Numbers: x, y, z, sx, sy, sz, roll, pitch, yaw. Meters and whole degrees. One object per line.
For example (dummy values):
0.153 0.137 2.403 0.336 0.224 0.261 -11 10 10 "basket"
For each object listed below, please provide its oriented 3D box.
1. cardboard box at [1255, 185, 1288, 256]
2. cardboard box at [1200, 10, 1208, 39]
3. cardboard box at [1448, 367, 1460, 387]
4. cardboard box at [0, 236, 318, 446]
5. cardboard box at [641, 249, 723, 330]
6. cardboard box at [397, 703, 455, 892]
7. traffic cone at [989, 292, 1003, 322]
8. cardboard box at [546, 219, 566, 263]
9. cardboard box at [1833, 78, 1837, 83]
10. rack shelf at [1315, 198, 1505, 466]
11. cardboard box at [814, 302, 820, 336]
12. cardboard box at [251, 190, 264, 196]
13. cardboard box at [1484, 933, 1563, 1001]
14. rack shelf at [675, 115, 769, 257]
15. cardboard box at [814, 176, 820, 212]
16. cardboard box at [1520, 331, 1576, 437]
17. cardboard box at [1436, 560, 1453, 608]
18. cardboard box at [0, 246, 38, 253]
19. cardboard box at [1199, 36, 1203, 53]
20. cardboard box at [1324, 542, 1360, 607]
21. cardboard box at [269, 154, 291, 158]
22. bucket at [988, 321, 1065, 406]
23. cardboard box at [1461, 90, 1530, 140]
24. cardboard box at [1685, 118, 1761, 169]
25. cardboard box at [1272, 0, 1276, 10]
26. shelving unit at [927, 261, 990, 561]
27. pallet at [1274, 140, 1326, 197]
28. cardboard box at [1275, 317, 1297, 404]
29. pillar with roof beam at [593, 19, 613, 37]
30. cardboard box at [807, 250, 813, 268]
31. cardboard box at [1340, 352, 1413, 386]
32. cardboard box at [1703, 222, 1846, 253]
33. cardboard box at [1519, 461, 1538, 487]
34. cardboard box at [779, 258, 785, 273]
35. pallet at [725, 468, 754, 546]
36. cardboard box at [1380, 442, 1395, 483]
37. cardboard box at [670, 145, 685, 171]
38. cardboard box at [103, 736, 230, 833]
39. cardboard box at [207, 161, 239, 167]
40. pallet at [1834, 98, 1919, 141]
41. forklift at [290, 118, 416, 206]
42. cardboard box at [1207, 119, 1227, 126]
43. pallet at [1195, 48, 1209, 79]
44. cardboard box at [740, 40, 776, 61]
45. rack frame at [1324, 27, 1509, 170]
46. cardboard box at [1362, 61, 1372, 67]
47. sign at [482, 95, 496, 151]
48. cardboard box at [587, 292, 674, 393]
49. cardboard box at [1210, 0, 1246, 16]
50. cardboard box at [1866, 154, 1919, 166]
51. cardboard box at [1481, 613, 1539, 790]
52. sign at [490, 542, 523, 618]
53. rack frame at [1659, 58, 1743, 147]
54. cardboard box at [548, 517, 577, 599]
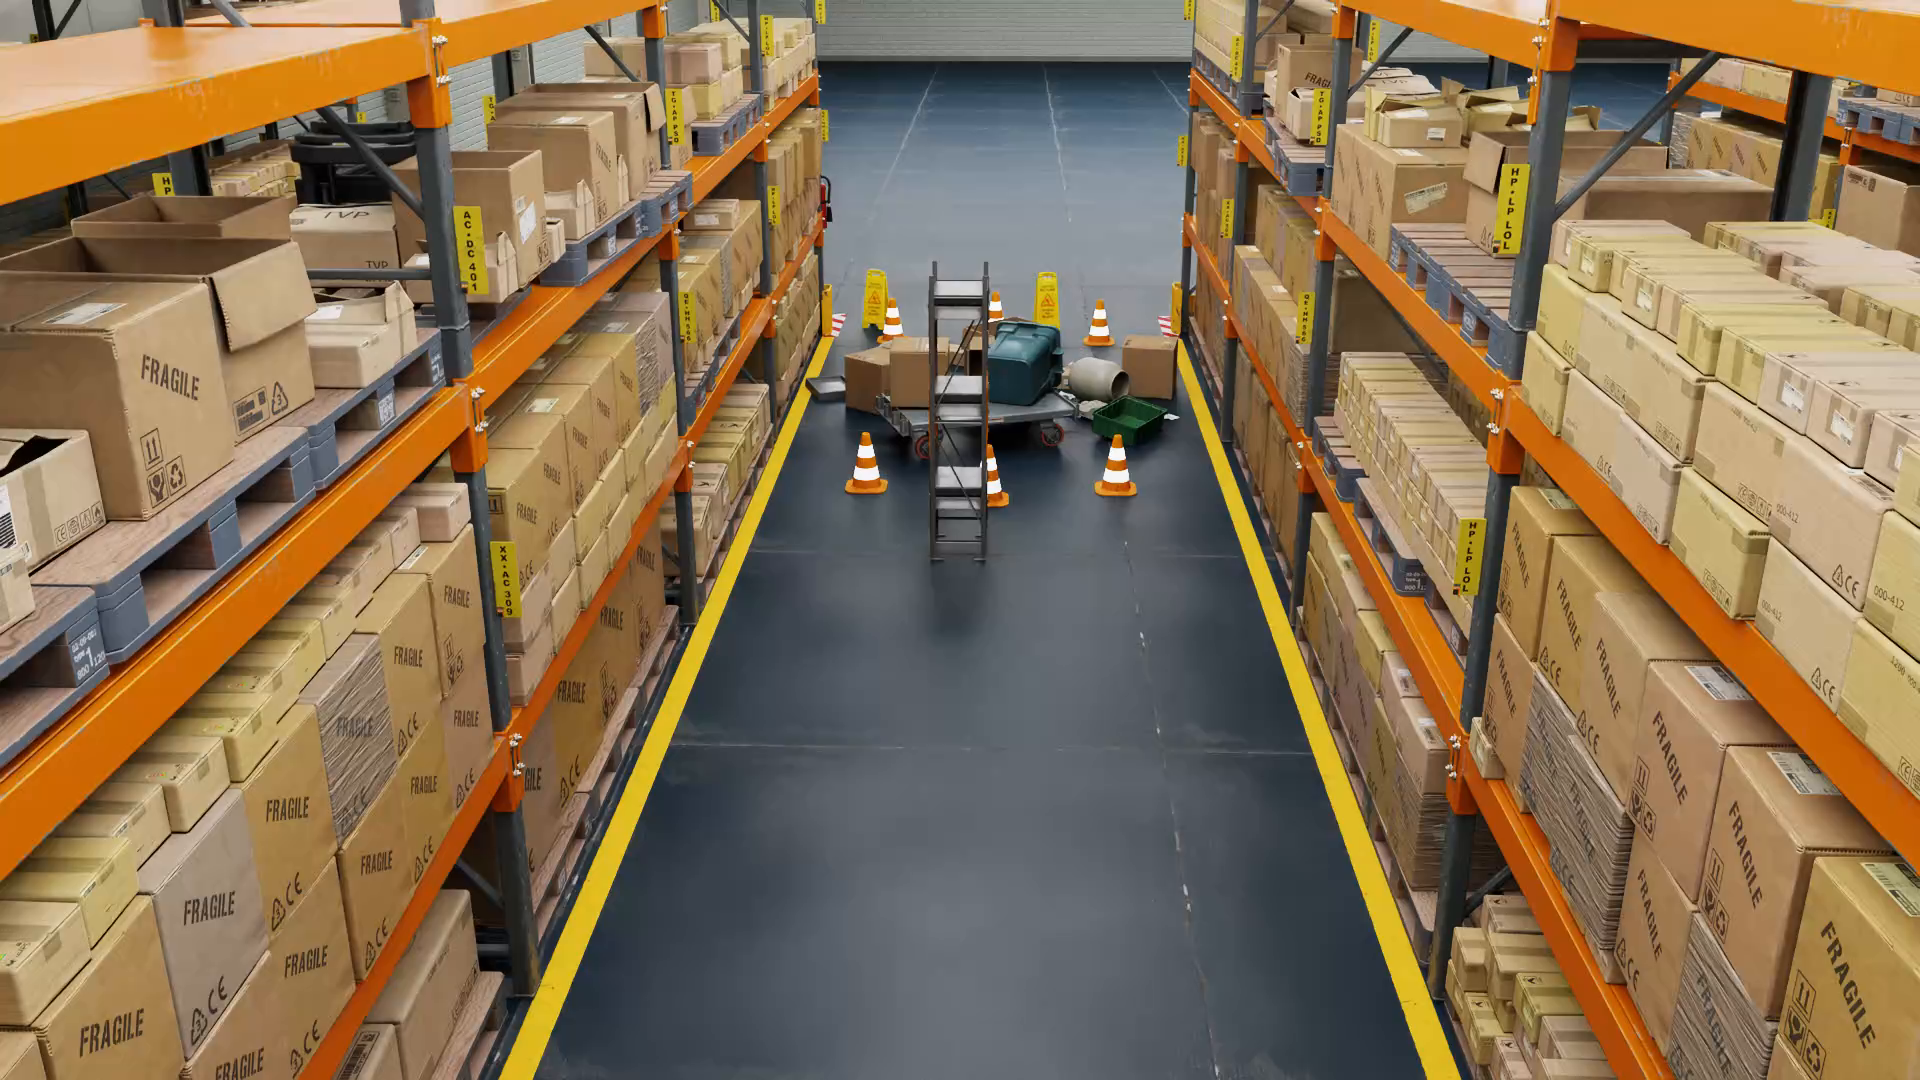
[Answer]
2.812 -2.612 13.595 0.700 0.500 0.500 0 21 1 "cardboard box"
2.658 -5.080 16.405 0.500 0.250 0.500 0 21 1 "cardboard box"
3.143 -1.007 9.921 0.380 0.149 0.250 0 21 0 "cardboard box"
-2.381 -0.606 4.935 0.797 0.503 0.637 2 21 6 "cardboard box"
-1.988 -1.773 11.821 0.500 0.500 0.500 1 21 3 "cardboard box"
-2.141 0.905 5.911 0.500 0.500 0.500 0 21 0 "cardboard box"
0.389 -2.502 18.337 0.336 0.463 0.334 1 21 2 "traffic cone"
-1.984 -1.344 7.441 0.380 0.166 0.250 -1 21 -2 "cardboard box"
7.597 -3.919 13.992 0.380 0.149 0.250 1 21 2 "cardboard box"
2.639 -1.173 8.253 1.077 0.370 4.000 1 21 2 "rack shelf"
-1.764 -2.353 17.668 0.500 0.250 0.500 1 21 1 "cardboard box"
-6.741 -3.183 15.551 0.380 0.149 0.250 0 21 1 "cardboard box"
2.293 1.690 6.564 0.380 0.149 0.250 2 21 4 "cardboard box"
-2.190 -2.637 12.026 1.077 0.370 4.000 1 21 2 "rack shelf"
-1.749 -3.729 17.445 0.500 0.500 0.500 0 21 1 "cardboard box"
2.300 -0.551 5.862 0.500 0.250 0.500 2 21 4 "cardboard box"
2.409 0.205 7.621 0.380 0.149 0.250 1 21 1 "cardboard box"
-7.405 -2.206 13.032 0.380 0.149 0.250 1 21 2 "cardboard box"
2.597 -4.946 16.611 0.380 0.149 0.250 1 21 2 "cardboard box"
2.422 0.217 9.661 0.500 0.250 0.500 0 21 1 "cardboard box"
-6.705 -3.784 16.687 0.380 0.149 0.250 1 21 3 "cardboard box"
0.521 -1.536 14.766 0.726 0.611 0.620 8 33 20 "bucket"
2.947 -2.300 8.967 0.396 0.266 0.258 1 21 2 "cardboard box"
7.587 -3.909 16.526 0.500 0.500 0.500 1 21 2 "cardboard box"
3.249 -5.219 16.212 0.380 0.149 0.250 1 21 3 "cardboard box"
-0.005 -0.919 11.995 0.431 2.100 0.503 1 21 2 "shelving unit"
2.667 -2.377 10.622 1.213 0.211 1.003 2 21 4 "pallet"
2.462 -1.226 11.403 0.500 0.500 0.500 1 21 2 "cardboard box"
-3.041 -12.813 33.110 9.100 9.000 0.400 1 21 2 "pillar with roof beam"
-1.715 -2.883 17.101 0.380 0.149 0.250 1 21 3 "cardboard box"
2.492 -1.022 9.962 0.380 0.149 0.250 1 21 2 "cardboard box"
2.842 -1.018 5.824 0.380 0.149 0.250 0 21 -1 "cardboard box"
3.096 -0.307 8.529 0.380 0.149 0.250 0 21 1 "cardboard box"
-1.823 -2.568 15.347 0.380 0.149 0.250 1 21 3 "cardboard box"
-2.186 -0.273 12.942 1.003 0.211 1.213 1 21 2 "pallet"
2.447 -0.412 8.800 0.380 0.149 0.250 0 21 1 "cardboard box"
-2.212 -2.639 10.897 0.700 0.500 0.500 1 21 2 "cardboard box"
-2.152 0.632 4.336 0.380 0.149 0.250 1 21 2 "cardboard box"
-7.268 -3.606 16.231 0.380 0.149 0.250 1 21 2 "cardboard box"
7.651 -3.277 12.941 1.213 0.211 1.003 1 21 2 "pallet"
-4.535 -1.984 13.590 1.130 2.935 3.031 1 21 2 "forklift"
2.969 -3.965 16.902 0.875 0.550 0.550 1 21 2 "cardboard box"
2.931 -4.814 16.766 1.003 0.211 1.213 1 21 2 "pallet"
-1.798 -4.250 14.434 0.380 0.149 0.250 0 21 0 "cardboard box"
2.700 -3.630 9.444 1.000 3.000 0.127 1 21 2 "rack frame"
2.960 -3.593 12.984 0.500 0.250 0.500 1 21 2 "cardboard box"
-2.793 -2.497 9.956 0.100 0.325 0.005 1 21 2 "sign"
-2.005 -1.174 9.887 0.500 0.500 0.500 0 21 0 "cardboard box"
2.575 -5.044 15.762 0.380 0.149 0.250 0 21 1 "cardboard box"
8.044 -2.999 14.181 0.500 0.500 0.500 1 21 2 "cardboard box"
2.311 0.604 6.275 0.500 0.500 0.500 0 21 1 "cardboard box"
-1.818 0.160 6.663 0.100 0.325 0.005 1 21 2 "sign"
7.898 -3.634 17.749 1.000 3.000 0.127 1 21 2 "rack frame"
-2.089 0.087 7.673 0.500 0.250 0.500 1 21 2 "cardboard box"
